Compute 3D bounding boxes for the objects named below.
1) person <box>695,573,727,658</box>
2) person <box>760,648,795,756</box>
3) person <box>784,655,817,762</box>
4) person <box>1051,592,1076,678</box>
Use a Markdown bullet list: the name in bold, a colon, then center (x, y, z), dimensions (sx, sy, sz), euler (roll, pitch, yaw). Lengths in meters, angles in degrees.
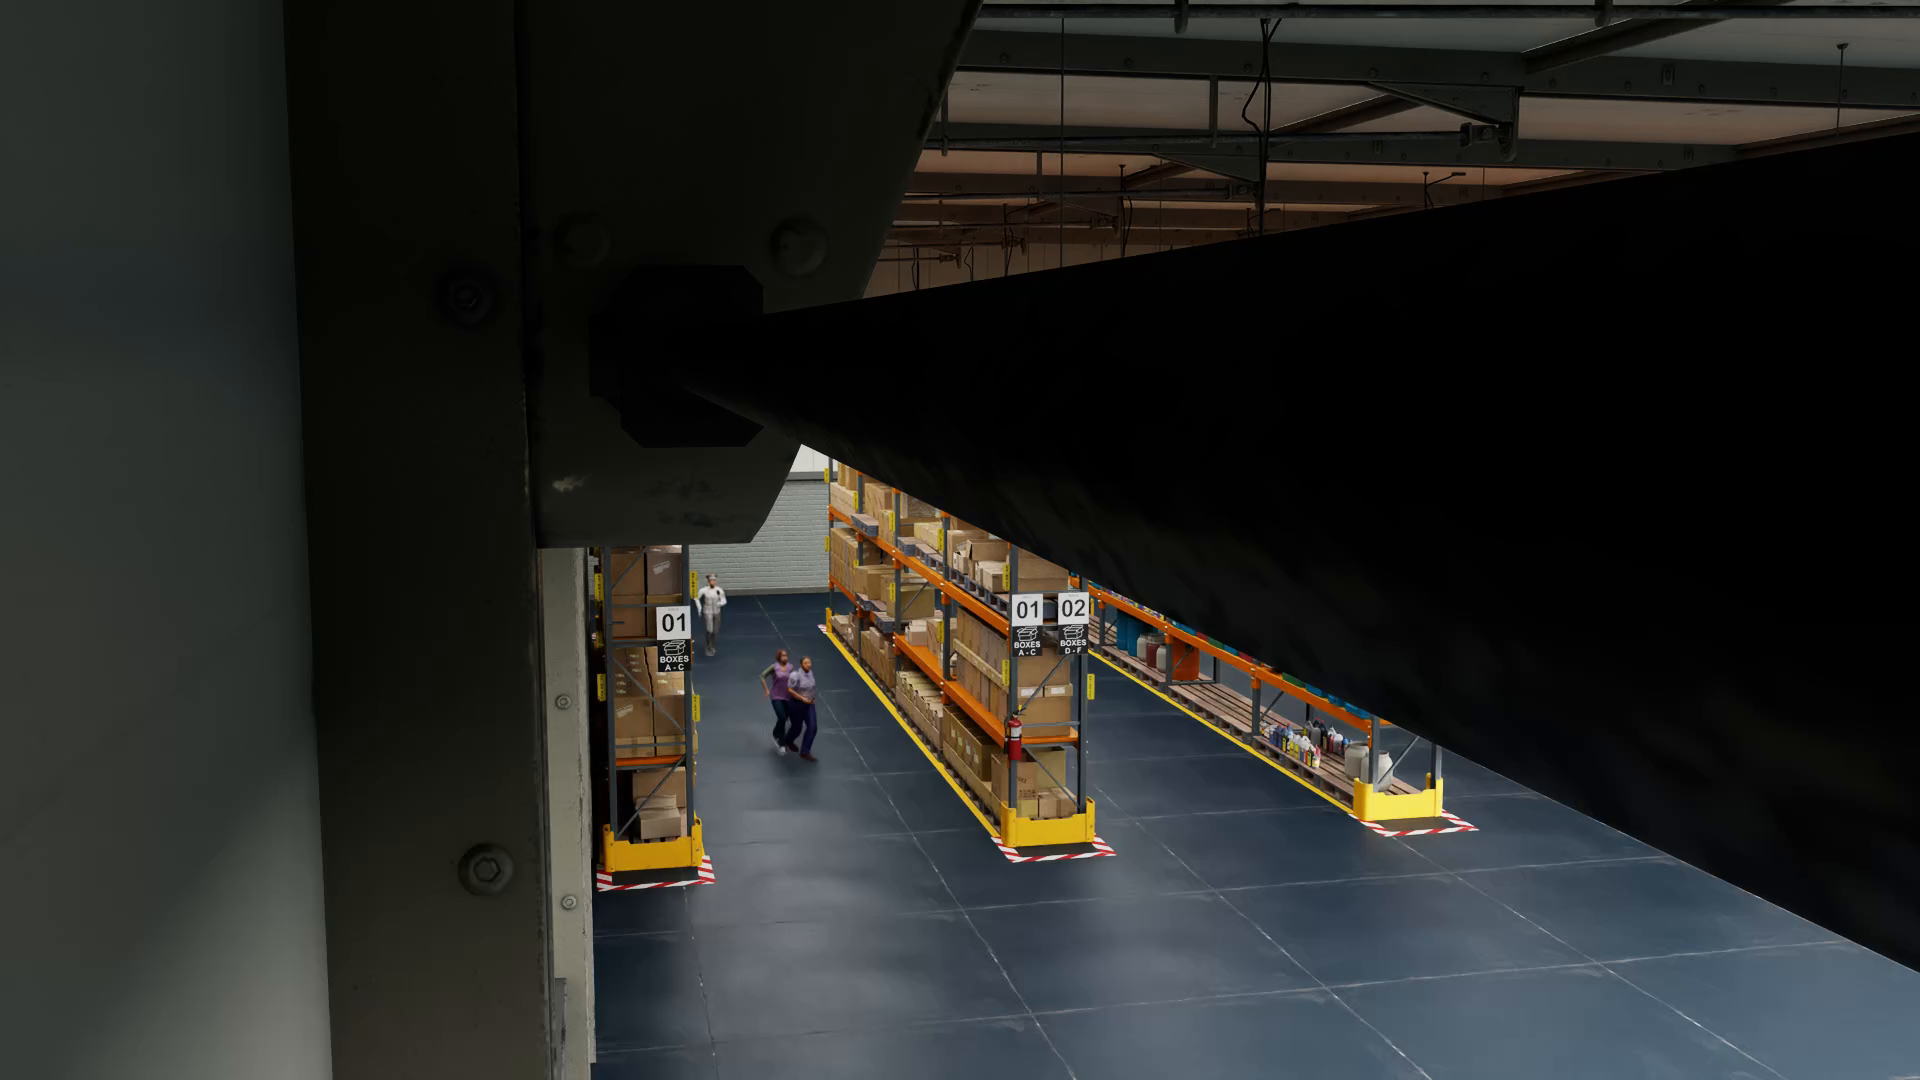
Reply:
- **person**: center (-4.998, 1.522, 33.518), dimensions (0.583, 1.713, 0.695), euler (-3, 7, -22)
- **person**: center (-2.772, 2.489, 25.746), dimensions (0.536, 1.644, 0.693), euler (-4, 8, -31)
- **person**: center (-2.473, 2.528, 25.324), dimensions (0.587, 1.623, 0.797), euler (-6, 9, -42)
- **person**: center (2.071, 1.773, 31.524), dimensions (0.692, 1.692, 0.767), euler (-2, 7, -14)
